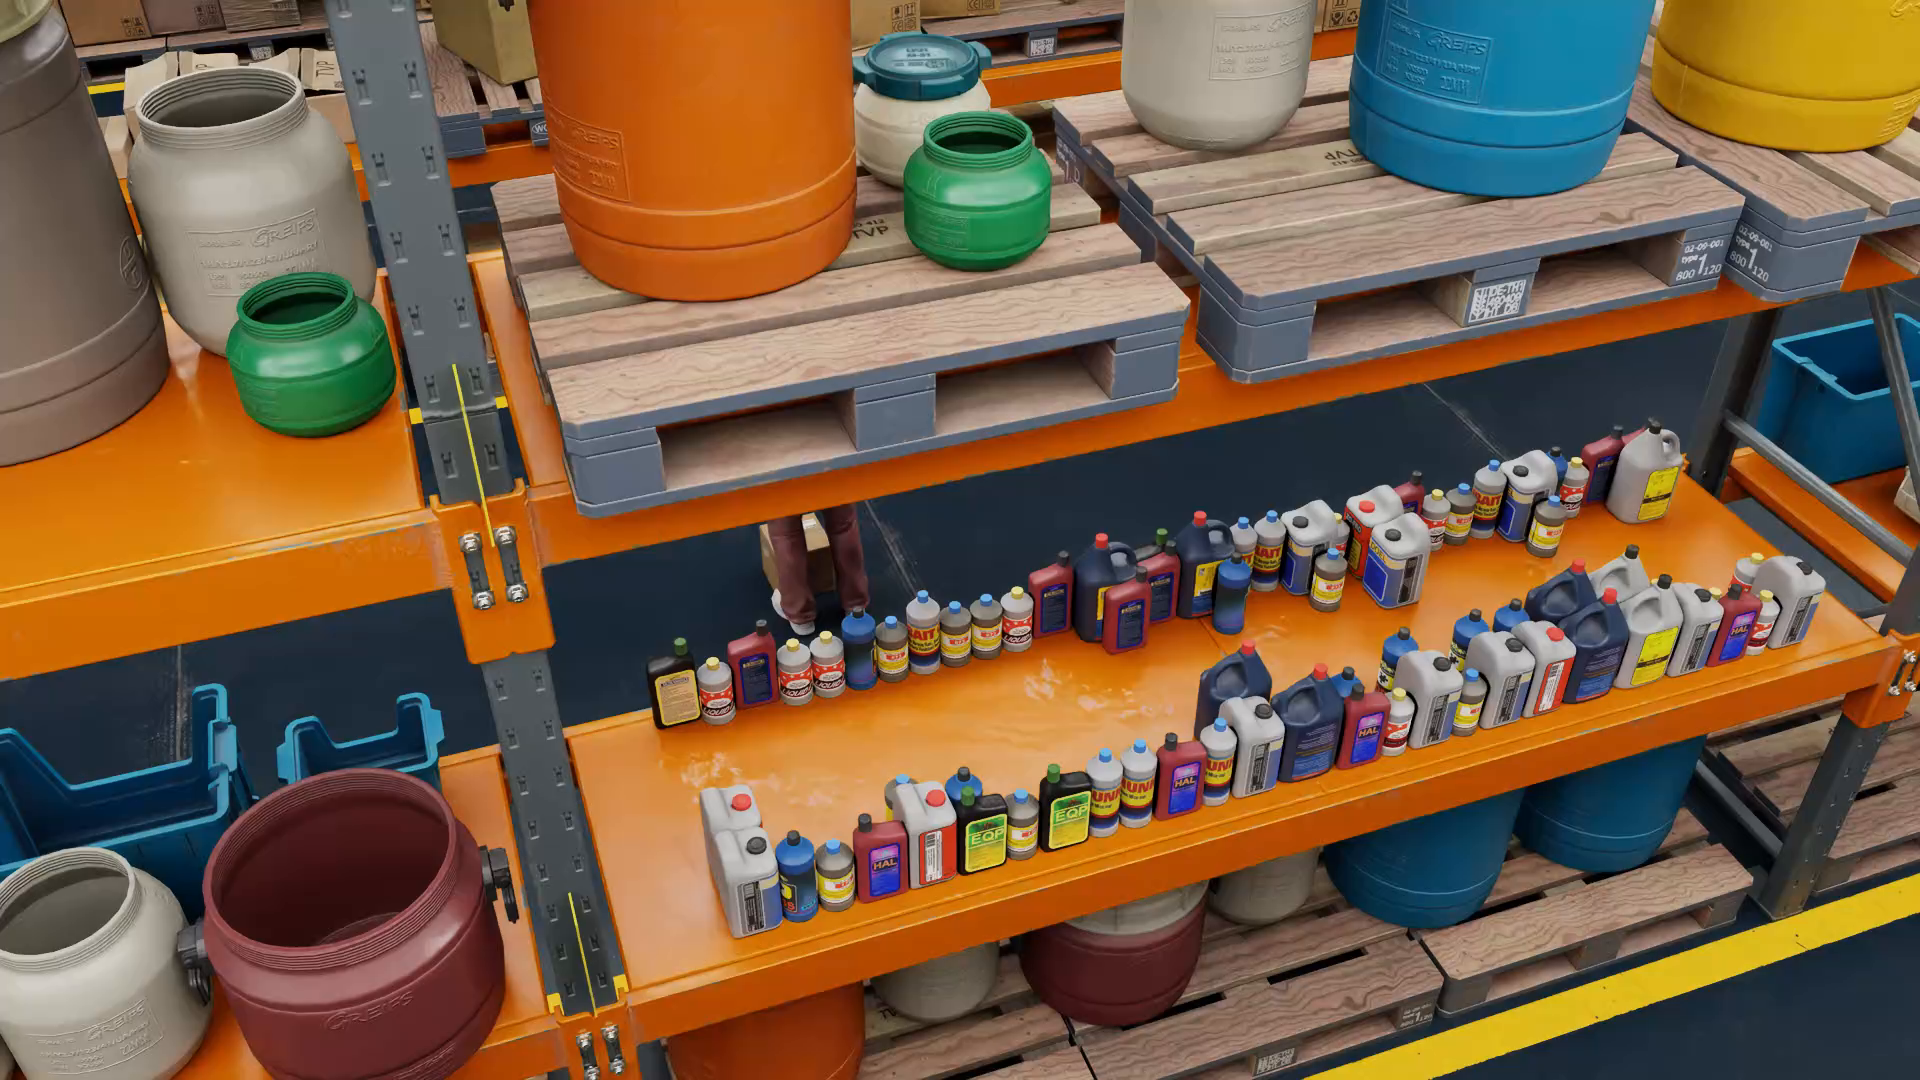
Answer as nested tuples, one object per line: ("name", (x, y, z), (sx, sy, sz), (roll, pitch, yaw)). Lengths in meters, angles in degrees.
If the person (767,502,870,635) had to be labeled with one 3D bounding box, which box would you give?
("person", (-0.614, -0.344, 6.595), (0.507, 1.672, 0.351), (-13, 40, -17))
